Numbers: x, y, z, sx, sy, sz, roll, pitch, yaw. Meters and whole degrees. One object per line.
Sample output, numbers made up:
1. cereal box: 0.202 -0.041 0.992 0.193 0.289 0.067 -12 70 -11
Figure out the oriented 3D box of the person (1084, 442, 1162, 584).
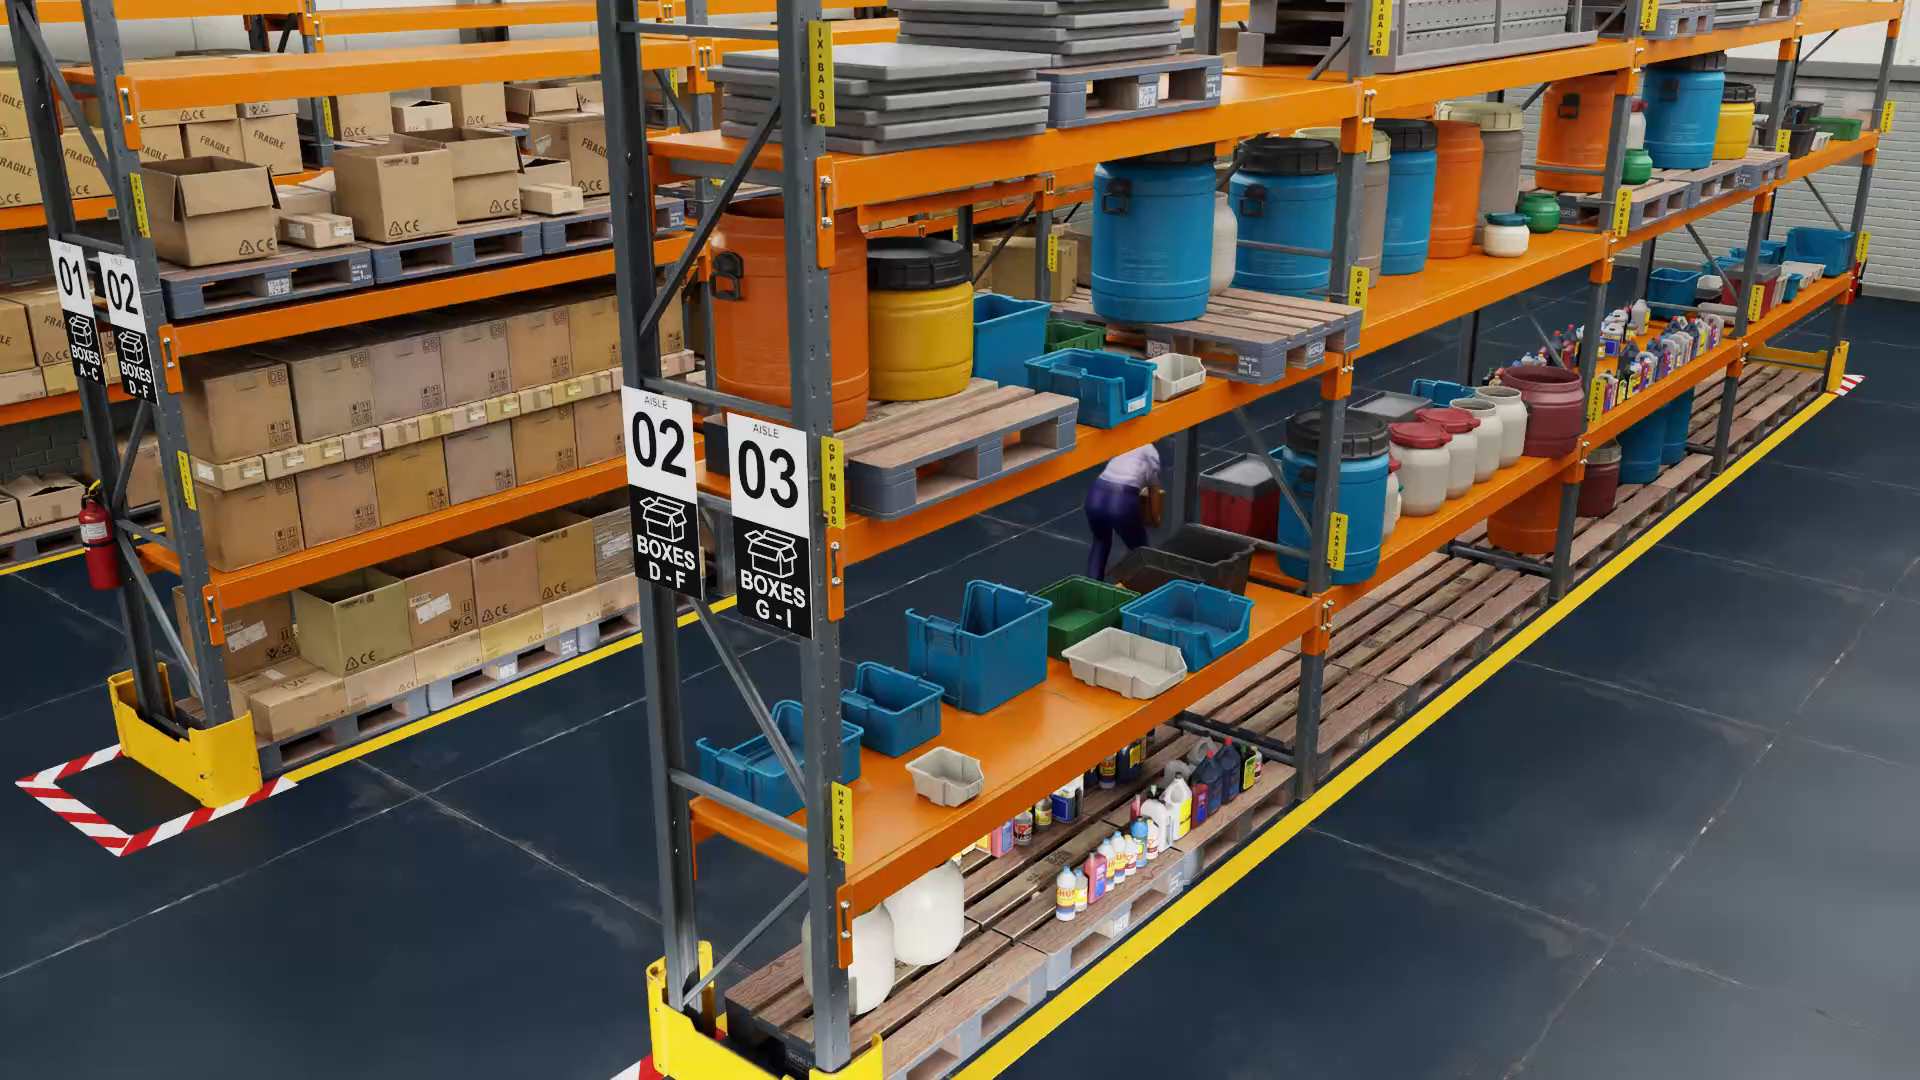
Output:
1. person: 1.261 -0.214 12.553 0.459 1.393 0.766 15 25 35
